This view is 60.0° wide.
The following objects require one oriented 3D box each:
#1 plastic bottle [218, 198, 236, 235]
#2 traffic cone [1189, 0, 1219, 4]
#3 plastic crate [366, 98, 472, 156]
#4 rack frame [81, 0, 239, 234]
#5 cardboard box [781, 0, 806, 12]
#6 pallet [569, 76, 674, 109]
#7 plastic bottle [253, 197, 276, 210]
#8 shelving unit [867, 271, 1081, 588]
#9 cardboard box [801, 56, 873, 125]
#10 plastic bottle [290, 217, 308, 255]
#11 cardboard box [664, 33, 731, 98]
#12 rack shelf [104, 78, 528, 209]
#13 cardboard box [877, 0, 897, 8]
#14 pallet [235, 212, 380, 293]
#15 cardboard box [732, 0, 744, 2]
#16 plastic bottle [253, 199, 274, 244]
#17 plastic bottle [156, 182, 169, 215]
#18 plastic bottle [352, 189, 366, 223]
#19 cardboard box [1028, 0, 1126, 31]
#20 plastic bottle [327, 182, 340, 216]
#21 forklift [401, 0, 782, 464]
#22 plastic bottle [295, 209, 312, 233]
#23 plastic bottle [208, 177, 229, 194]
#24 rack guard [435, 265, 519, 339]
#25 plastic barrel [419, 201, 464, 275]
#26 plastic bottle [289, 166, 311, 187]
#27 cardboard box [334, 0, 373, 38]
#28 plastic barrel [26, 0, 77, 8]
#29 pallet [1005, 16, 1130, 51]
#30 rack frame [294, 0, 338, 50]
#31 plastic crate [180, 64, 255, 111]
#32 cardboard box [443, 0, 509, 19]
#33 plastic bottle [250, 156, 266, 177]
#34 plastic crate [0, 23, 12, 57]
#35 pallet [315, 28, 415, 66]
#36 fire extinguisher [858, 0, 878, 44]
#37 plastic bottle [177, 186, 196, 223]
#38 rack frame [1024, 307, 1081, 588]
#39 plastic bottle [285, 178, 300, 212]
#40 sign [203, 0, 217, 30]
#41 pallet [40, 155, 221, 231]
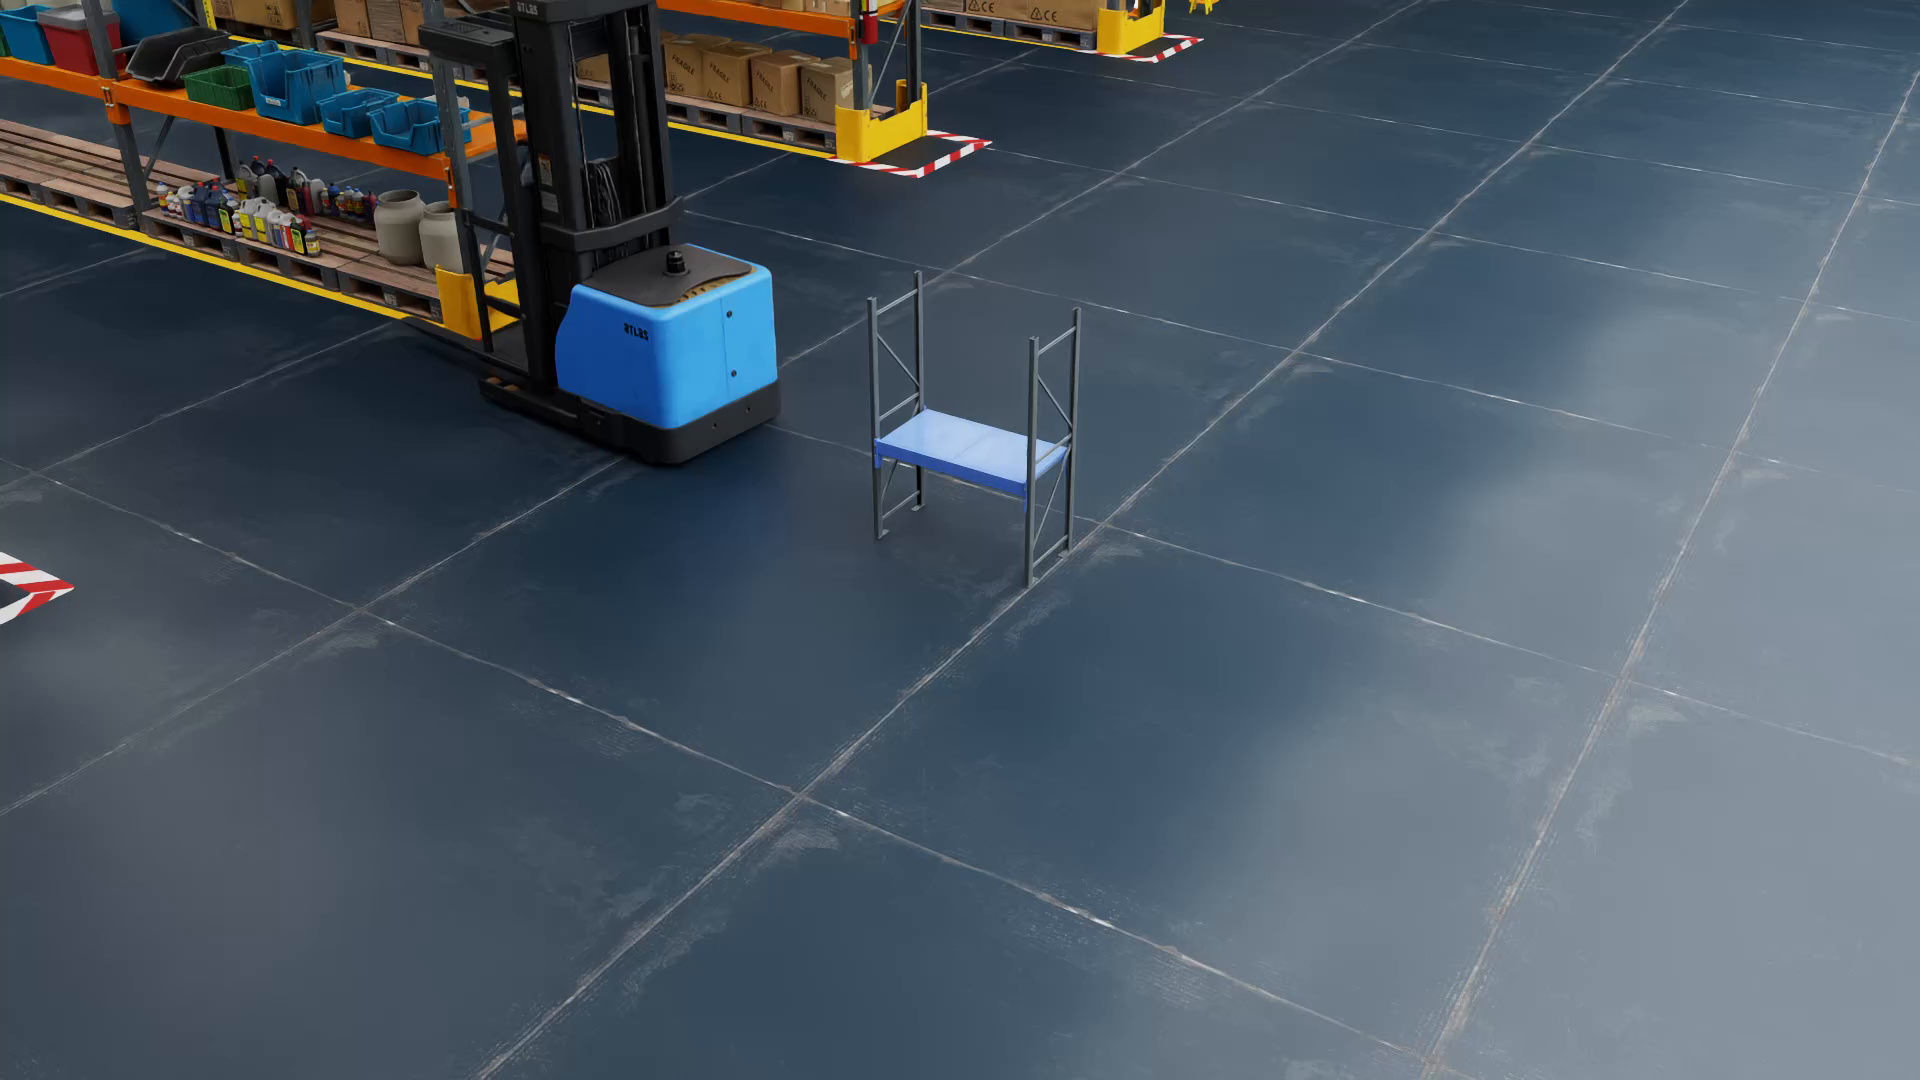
[{"bbox_3d":[-5.978,-2.644,13.565,0.133,0.283,0.061,19,35,29],"label":"plastic bottle"},{"bbox_3d":[3.219,-7.310,21.820,0.334,0.463,0.336,18,35,27],"label":"traffic cone"},{"bbox_3d":[-3.914,-3.004,12.070,0.616,0.251,0.499,18,35,27],"label":"plastic crate"},{"bbox_3d":[-6.719,-4.134,13.859,0.127,3.000,1.000,18,35,27],"label":"rack frame"},{"bbox_3d":[-1.499,-5.168,15.881,0.250,0.149,0.380,18,35,27],"label":"cardboard box"},{"bbox_3d":[-3.498,-4.878,17.902,1.213,0.211,1.003,18,35,27],"label":"pallet"},{"bbox_3d":[-5.678,-2.659,13.598,0.135,0.276,0.152,18,35,27],"label":"plastic bottle"},{"bbox_3d":[0.072,-0.625,9.333,1.048,1.500,0.538,18,35,27],"label":"shelving unit"},{"bbox_3d":[-1.218,-4.452,16.469,0.500,0.500,0.500,25,39,36],"label":"cardboard box"},{"bbox_3d":[-5.228,-2.407,13.159,0.133,0.283,0.061,18,35,29],"label":"plastic bottle"},{"bbox_3d":[-2.711,-4.942,17.308,0.500,0.500,0.500,14,33,23],"label":"cardboard box"},{"bbox_3d":[-5.025,-3.287,13.122,4.000,0.370,1.077,18,35,27],"label":"rack shelf"},{"bbox_3d":[-0.812,-5.246,16.014,0.250,0.149,0.380,18,35,27],"label":"cardboard box"},{"bbox_3d":[-5.134,-2.405,13.663,1.213,0.211,1.003,18,35,27],"label":"pallet"},{"bbox_3d":[-2.116,-5.384,16.251,0.250,0.149,0.380,18,35,27],"label":"cardboard box"},{"bbox_3d":[-5.578,-2.572,13.374,0.185,0.351,0.144,19,35,29],"label":"plastic bottle"},{"bbox_3d":[-6.682,-2.873,13.968,0.097,0.271,0.097,0,30,0],"label":"plastic bottle"},{"bbox_3d":[-4.991,-2.784,13.817,0.097,0.271,0.097,0,30,0],"label":"plastic bottle"},{"bbox_3d":[1.415,-6.683,19.920,0.875,0.875,0.875,18,35,28],"label":"cardboard box"},{"bbox_3d":[-5.247,-2.865,13.956,0.097,0.271,0.097,0,30,0],"label":"plastic bottle"},{"bbox_3d":[-2.660,-2.338,10.848,3.031,2.935,1.130,22,37,32],"label":"forklift"},{"bbox_3d":[-5.262,-2.509,13.332,0.133,0.283,0.061,18,35,27],"label":"plastic bottle"},{"bbox_3d":[-6.179,-2.848,13.847,0.185,0.351,0.144,18,35,27],"label":"plastic bottle"},{"bbox_3d":[-3.420,-1.983,12.652,0.348,0.500,1.175,18,35,27],"label":"rack guard"},{"bbox_3d":[-3.929,-2.313,12.789,0.421,0.512,0.421,0,30,0],"label":"plastic barrel"},{"bbox_3d":[-5.584,-2.992,14.094,0.185,0.351,0.144,17,34,27],"label":"plastic bottle"},{"bbox_3d":[-6.895,-6.259,19.545,0.500,0.500,0.700,16,34,25],"label":"cardboard box"},{"bbox_3d":[-8.034,-4.739,14.761,0.433,0.535,0.433,0,30,0],"label":"plastic barrel"},{"bbox_3d":[1.306,-6.242,20.240,1.213,0.211,1.003,18,35,27],"label":"pallet"},{"bbox_3d":[-7.473,-7.319,19.319,0.127,3.000,1.000,18,35,27],"label":"rack frame"},{"bbox_3d":[-5.719,-3.558,13.082,0.662,0.188,0.450,18,35,27],"label":"plastic crate"},{"bbox_3d":[-5.462,-5.817,18.788,0.500,0.500,0.700,14,33,23],"label":"cardboard box"},{"bbox_3d":[-6.020,-3.130,14.331,0.185,0.351,0.144,17,34,26],"label":"plastic bottle"},{"bbox_3d":[-8.344,-4.388,14.505,0.662,0.188,0.450,18,35,27],"label":"plastic crate"},{"bbox_3d":[-6.812,-5.905,19.662,1.213,0.211,1.003,18,35,27],"label":"pallet"},{"bbox_3d":[-0.846,-4.915,15.275,0.183,0.674,0.296,18,35,27],"label":"fire extinguisher"},{"bbox_3d":[-6.393,-2.800,13.839,0.135,0.276,0.152,19,35,29],"label":"plastic bottle"},{"bbox_3d":[0.503,-0.489,9.099,0.032,1.500,0.500,18,35,27],"label":"rack frame"},{"bbox_3d":[-5.617,-2.912,14.024,0.133,0.283,0.061,18,35,27],"label":"plastic bottle"},{"bbox_3d":[-6.417,-4.485,14.187,0.005,0.325,0.100,18,35,27],"label":"sign"},{"bbox_3d":[-7.404,-3.123,14.894,1.213,0.211,1.003,18,35,27],"label":"pallet"}]
